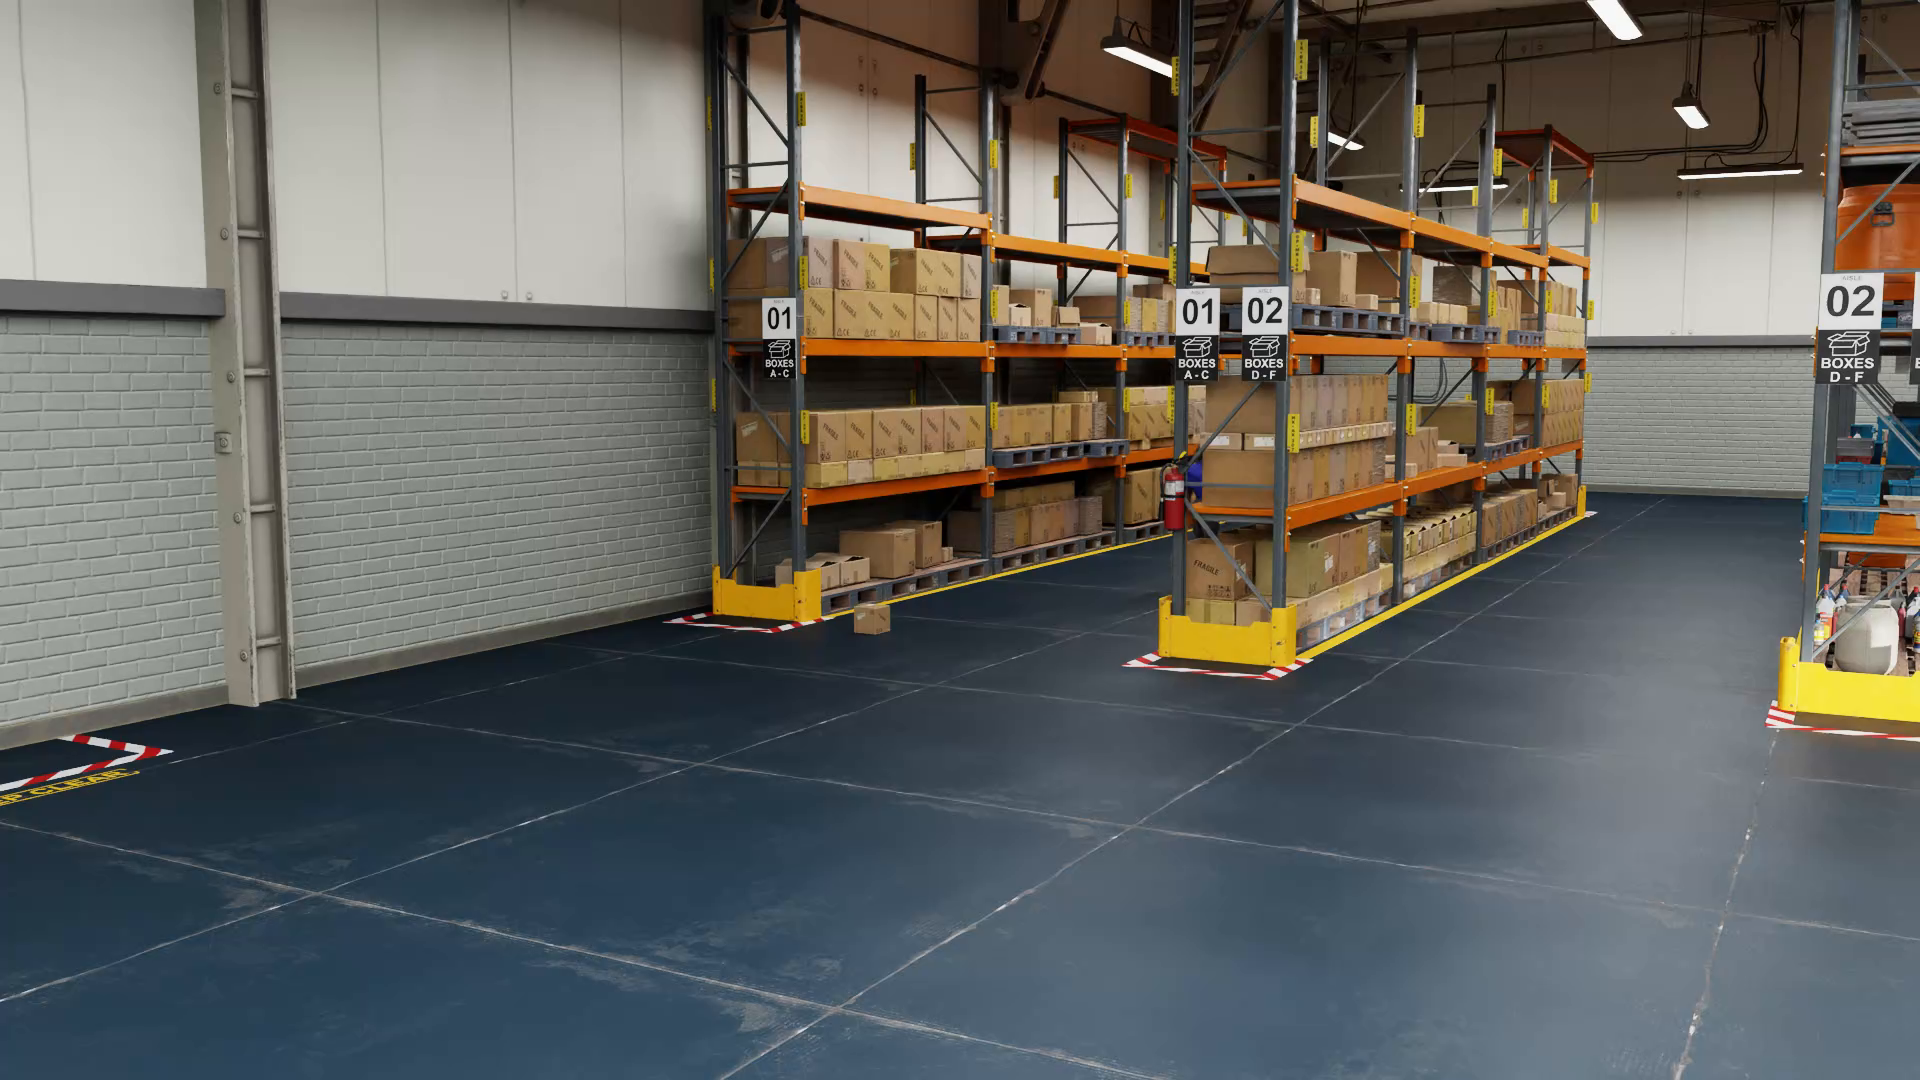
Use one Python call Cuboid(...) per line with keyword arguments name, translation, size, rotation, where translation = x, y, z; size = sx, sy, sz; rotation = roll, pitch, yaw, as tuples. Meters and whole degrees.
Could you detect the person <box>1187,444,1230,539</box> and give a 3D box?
Cuboid(name="person", translation=(2.819, -0.246, 18.903), size=(0.419, 1.744, 0.496), rotation=(-5, 8, -39))
